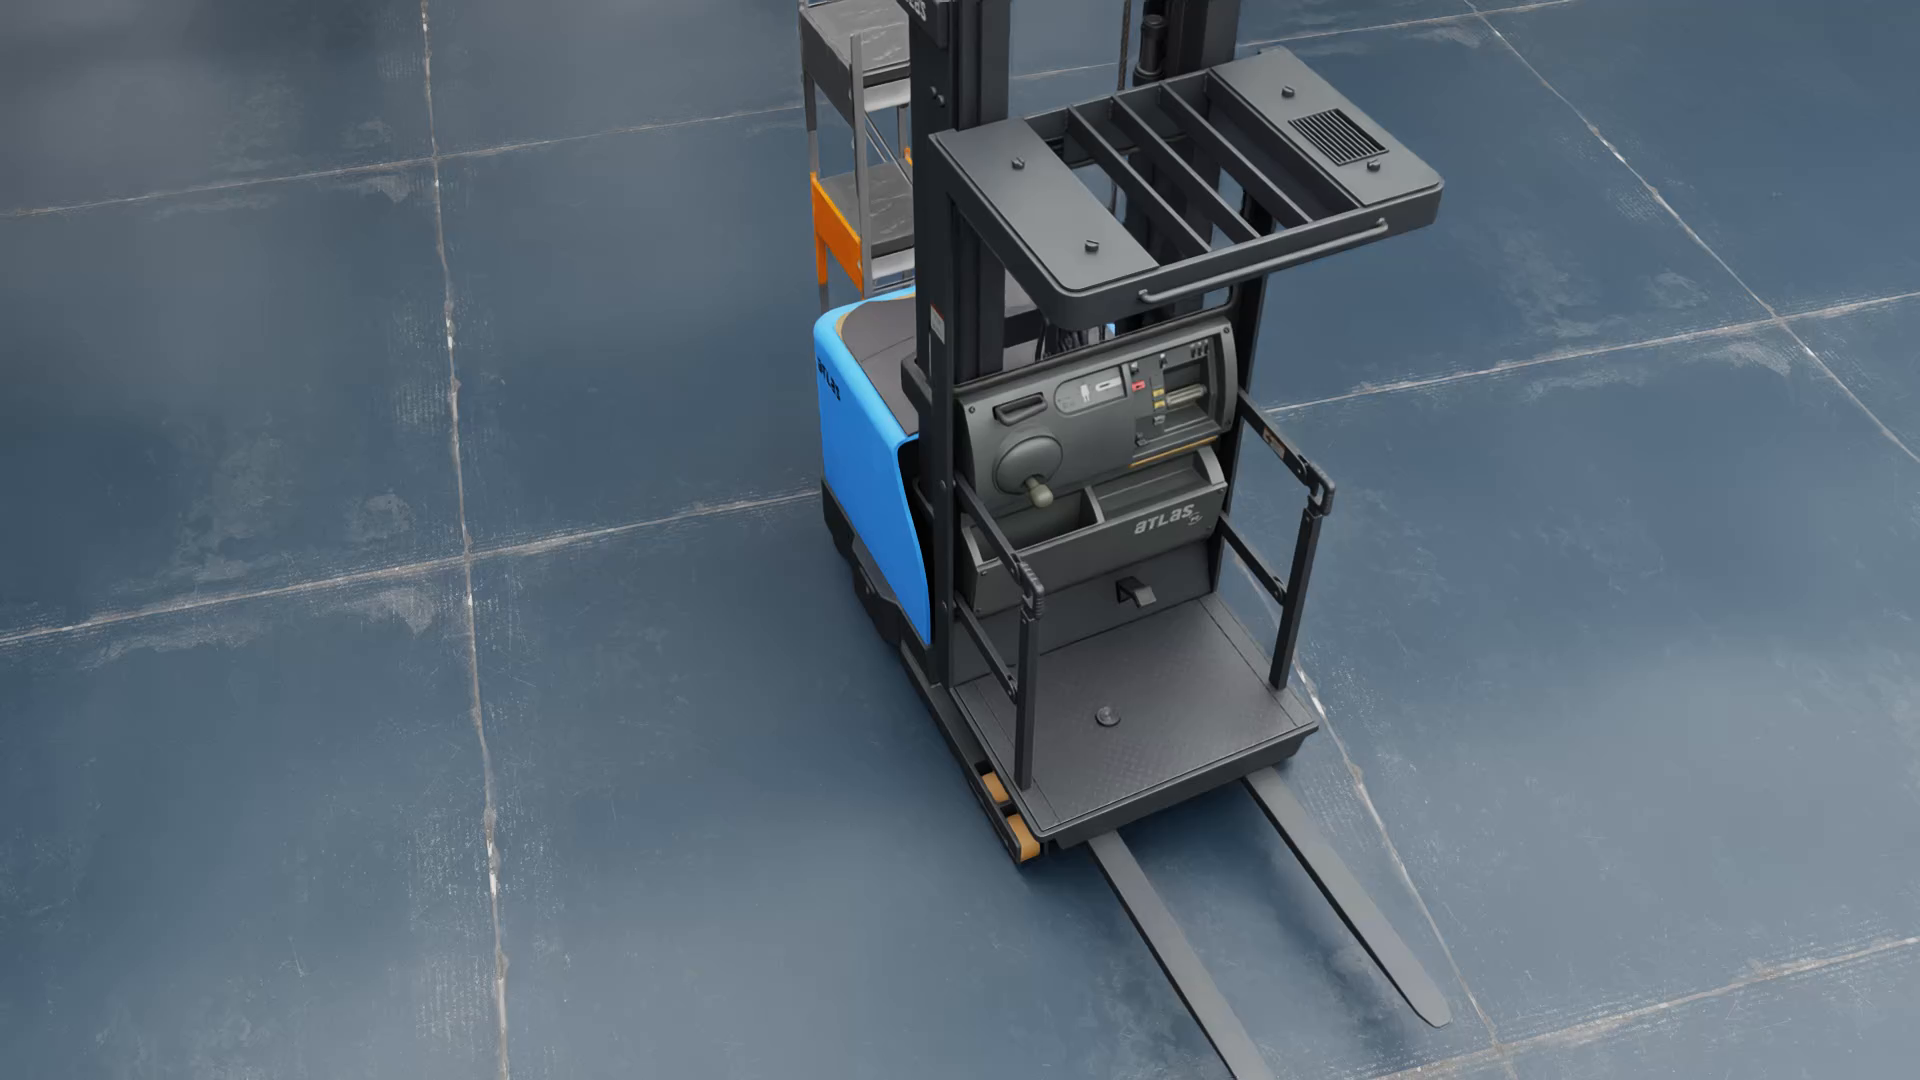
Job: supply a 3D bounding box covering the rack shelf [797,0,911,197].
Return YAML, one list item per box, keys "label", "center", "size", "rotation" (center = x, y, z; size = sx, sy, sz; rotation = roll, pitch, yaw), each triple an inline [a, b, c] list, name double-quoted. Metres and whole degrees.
- label: "rack shelf"
  center: [-0.280, -1.609, 5.896]
  size: [0.431, 0.518, 0.480]
  rotation: [-19, 48, -17]

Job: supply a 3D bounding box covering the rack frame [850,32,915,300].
- label: "rack frame"
  center: [-0.176, -0.972, 6.232]
  size: [0.400, 2.100, 0.015]
  rotation: [-19, 48, -17]

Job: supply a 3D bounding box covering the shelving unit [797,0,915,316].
- label: "shelving unit"
  center: [-0.280, -1.129, 6.386]
  size: [0.431, 2.100, 0.503]
  rotation: [-19, 48, -17]

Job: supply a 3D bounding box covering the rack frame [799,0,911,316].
- label: "rack frame"
  center: [-0.385, -1.286, 6.541]
  size: [0.400, 2.100, 0.015]
  rotation: [-19, 48, -17]

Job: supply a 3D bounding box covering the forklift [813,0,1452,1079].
- label: "forklift"
  center: [0.536, -0.294, 4.986]
  size: [1.130, 2.935, 3.031]
  rotation: [-19, 48, -17]

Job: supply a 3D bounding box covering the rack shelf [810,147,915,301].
- label: "rack shelf"
  center: [-0.280, -1.119, 6.396]
  size: [0.431, 0.518, 0.480]
  rotation: [-19, 48, -17]
